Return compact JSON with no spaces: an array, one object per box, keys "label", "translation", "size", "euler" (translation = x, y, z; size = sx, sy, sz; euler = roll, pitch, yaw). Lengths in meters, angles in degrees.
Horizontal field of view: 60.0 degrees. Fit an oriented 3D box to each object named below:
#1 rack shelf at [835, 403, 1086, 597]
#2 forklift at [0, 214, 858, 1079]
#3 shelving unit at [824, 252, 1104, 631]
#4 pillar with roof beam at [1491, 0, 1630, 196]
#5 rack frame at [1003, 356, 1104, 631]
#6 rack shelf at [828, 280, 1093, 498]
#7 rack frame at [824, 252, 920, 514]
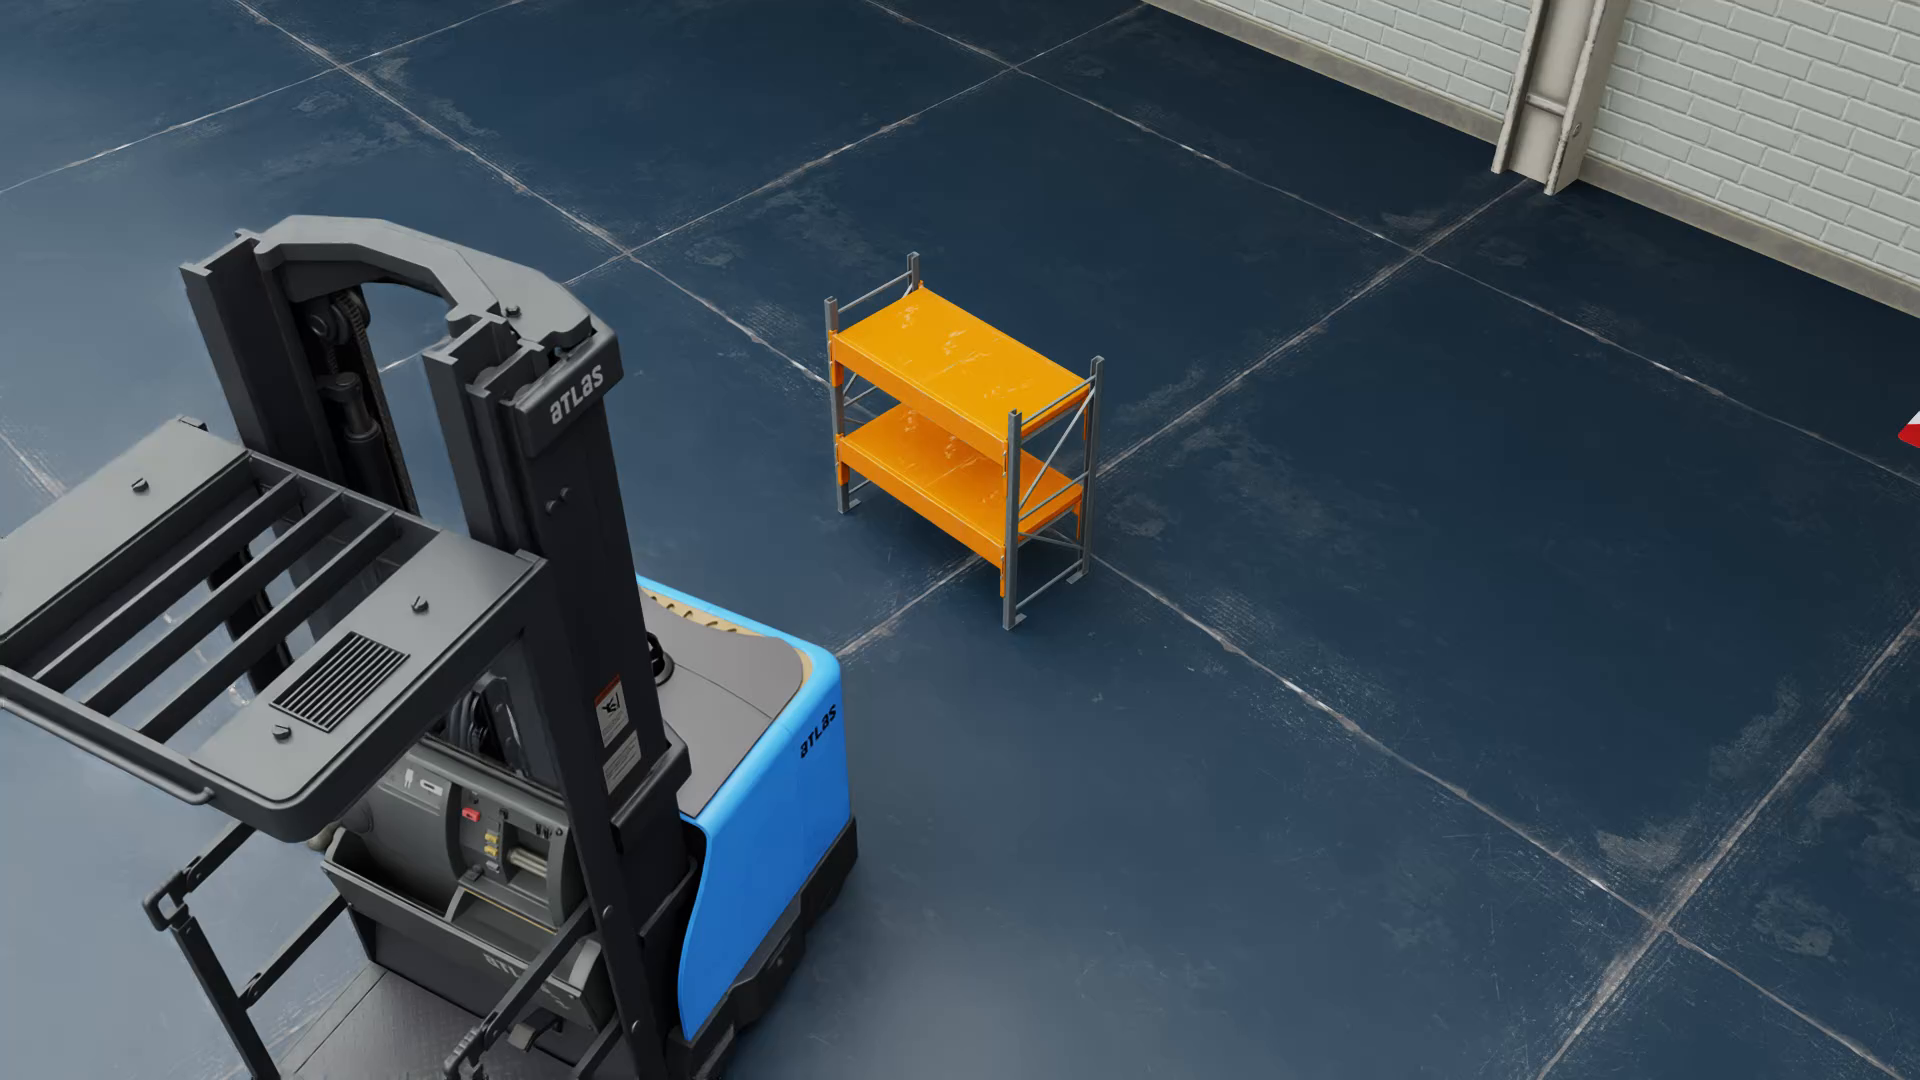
[{"label":"rack shelf","translation":[0.005,-0.230,7.031],"size":[0.538,0.278,1.000],"euler":[-34,53,-31]},{"label":"forklift","translation":[-1.497,0.809,4.215],"size":[1.130,2.935,3.031],"euler":[20,46,20]},{"label":"shelving unit","translation":[0.005,-0.410,6.865],"size":[0.538,1.125,1.048],"euler":[-34,53,-31]},{"label":"pillar with roof beam","translation":[0.246,-3.343,4.237],"size":[9.100,9.000,0.400],"euler":[-34,53,-31]},{"label":"rack frame","translation":[0.364,-0.166,6.600],"size":[0.500,1.125,0.032],"euler":[-34,53,-31]},{"label":"rack shelf","translation":[0.005,-0.625,6.666],"size":[0.538,0.278,1.000],"euler":[-34,53,-31]},{"label":"rack frame","translation":[-0.354,-0.654,7.129],"size":[0.500,1.125,0.032],"euler":[-34,53,-31]}]
